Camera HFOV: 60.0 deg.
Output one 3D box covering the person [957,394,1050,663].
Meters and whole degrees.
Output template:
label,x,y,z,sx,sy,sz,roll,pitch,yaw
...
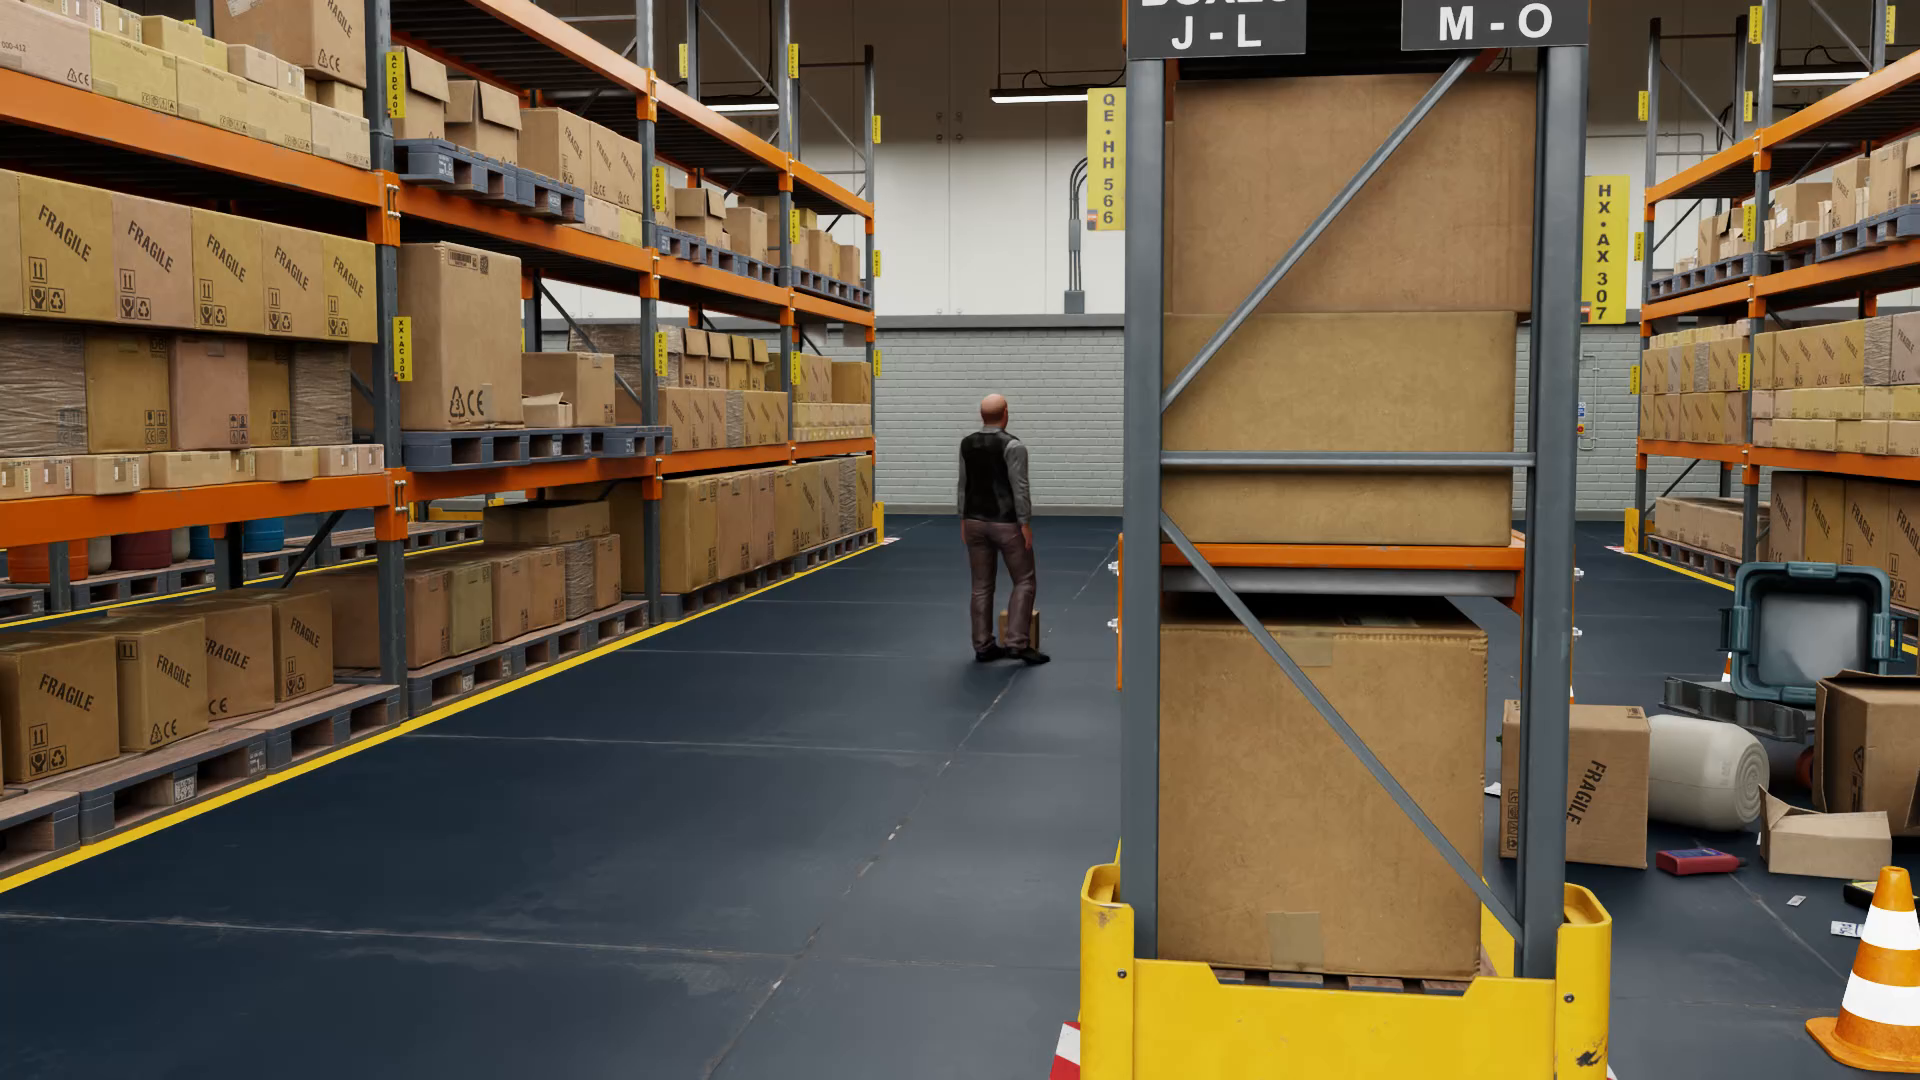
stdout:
label,x,y,z,sx,sy,sz,roll,pitch,yaw
person,0.265,-0.073,10.745,0.647,1.736,0.354,3,5,31
